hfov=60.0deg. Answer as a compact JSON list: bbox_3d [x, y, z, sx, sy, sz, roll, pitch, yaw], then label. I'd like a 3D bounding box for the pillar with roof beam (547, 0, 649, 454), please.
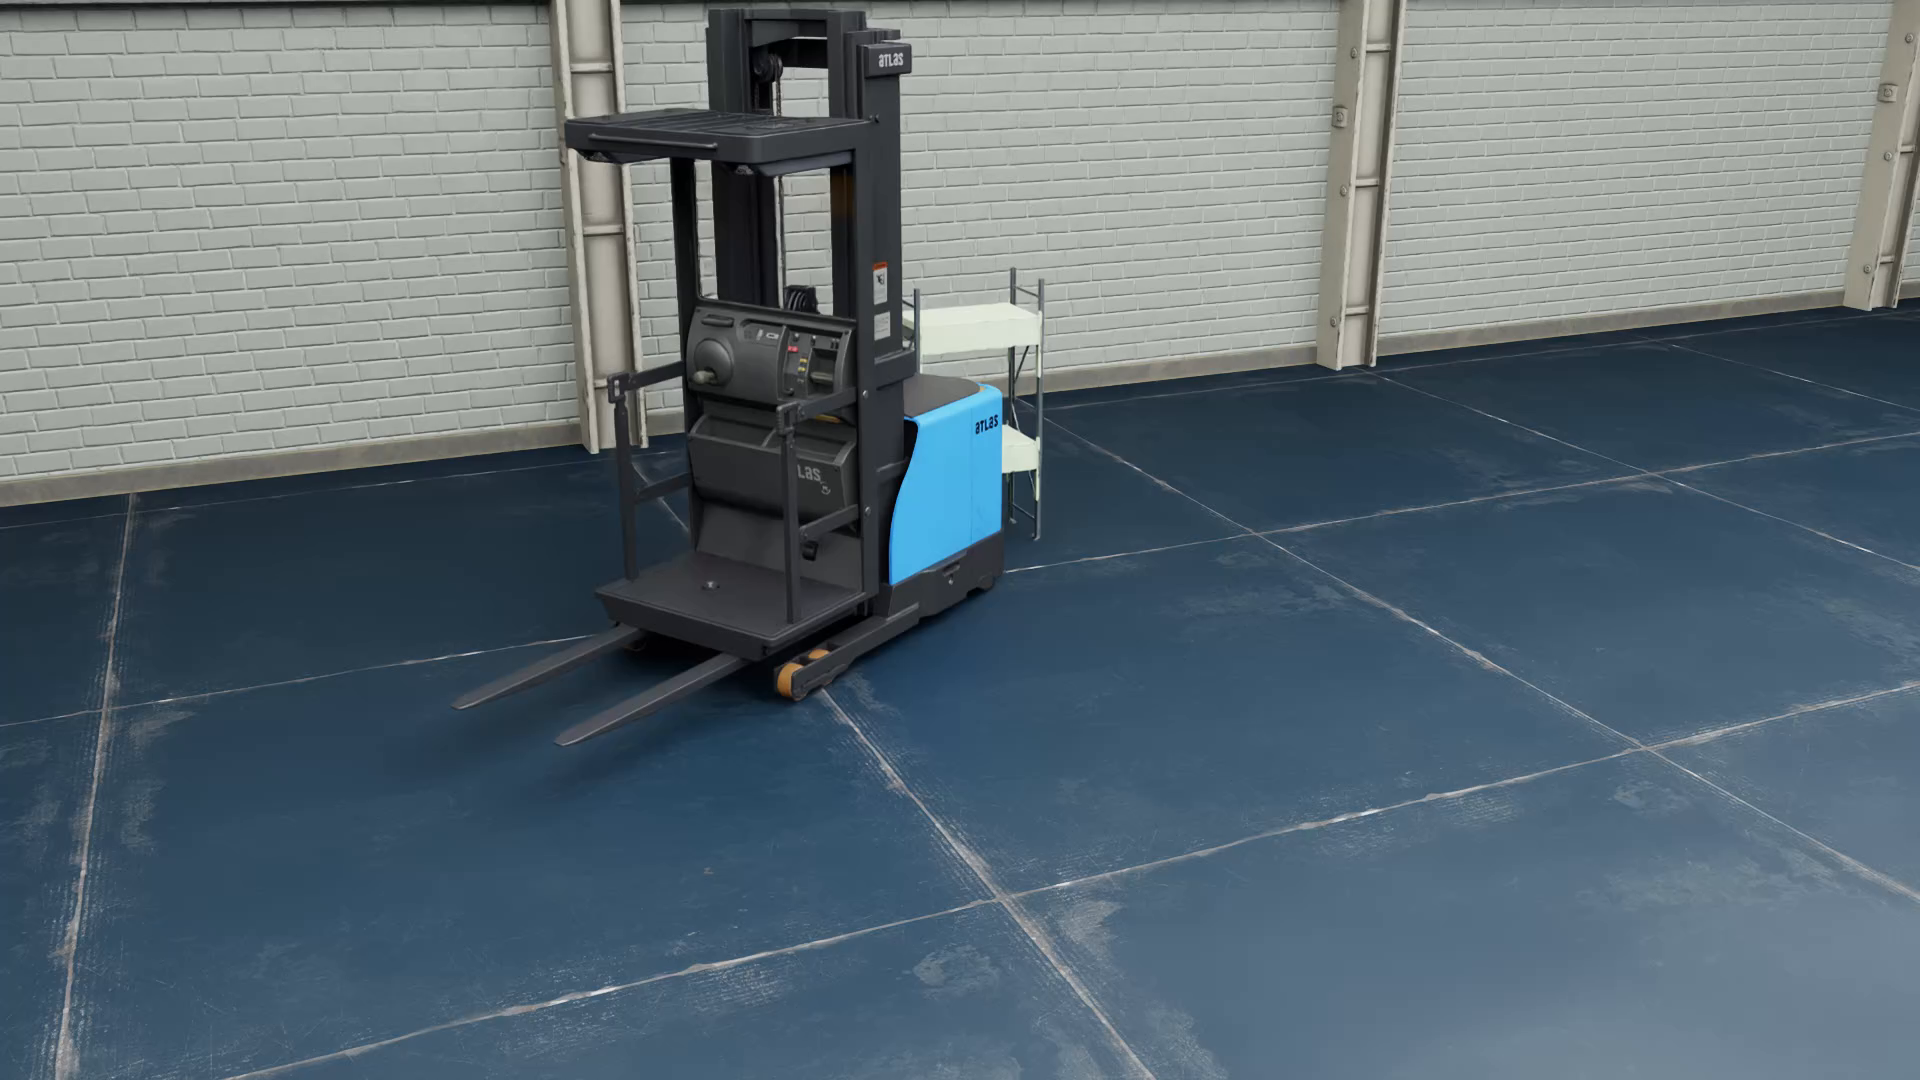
[{"bbox_3d":[-0.653,-3.583,6.149,0.400,9.000,9.100,-8,21,-22],"label":"pillar with roof beam"}]

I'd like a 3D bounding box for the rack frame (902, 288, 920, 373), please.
[{"bbox_3d":[-0.301,-0.675,9.180,0.023,1.500,0.400,-8,21,-22],"label":"rack frame"}]

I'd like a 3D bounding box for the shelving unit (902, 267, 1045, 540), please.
[{"bbox_3d":[0.035,-0.723,9.317,0.755,1.500,0.431,-8,21,-22],"label":"shelving unit"}]

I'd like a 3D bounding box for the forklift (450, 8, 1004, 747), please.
[{"bbox_3d":[-1.002,-0.841,7.497,1.130,2.935,3.031,12,23,32],"label":"forklift"}]

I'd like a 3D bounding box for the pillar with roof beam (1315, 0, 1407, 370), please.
[{"bbox_3d":[4.856,-4.372,8.390,0.400,9.000,9.100,-8,21,-22],"label":"pillar with roof beam"}]

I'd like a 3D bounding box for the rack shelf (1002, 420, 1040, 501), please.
[{"bbox_3d":[0.035,-0.415,9.425,0.720,0.370,0.431,-8,21,-22],"label":"rack shelf"}]

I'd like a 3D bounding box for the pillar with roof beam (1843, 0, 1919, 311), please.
[{"bbox_3d":[10.365,-5.162,10.632,0.400,9.000,9.100,-8,21,-22],"label":"pillar with roof beam"}]

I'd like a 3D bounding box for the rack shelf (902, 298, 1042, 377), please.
[{"bbox_3d":[0.035,-1.091,9.187,0.720,0.370,0.431,-8,21,-22],"label":"rack shelf"}]

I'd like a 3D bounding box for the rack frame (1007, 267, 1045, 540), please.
[{"bbox_3d":[0.371,-0.771,9.453,0.023,1.500,0.400,-8,21,-22],"label":"rack frame"}]
